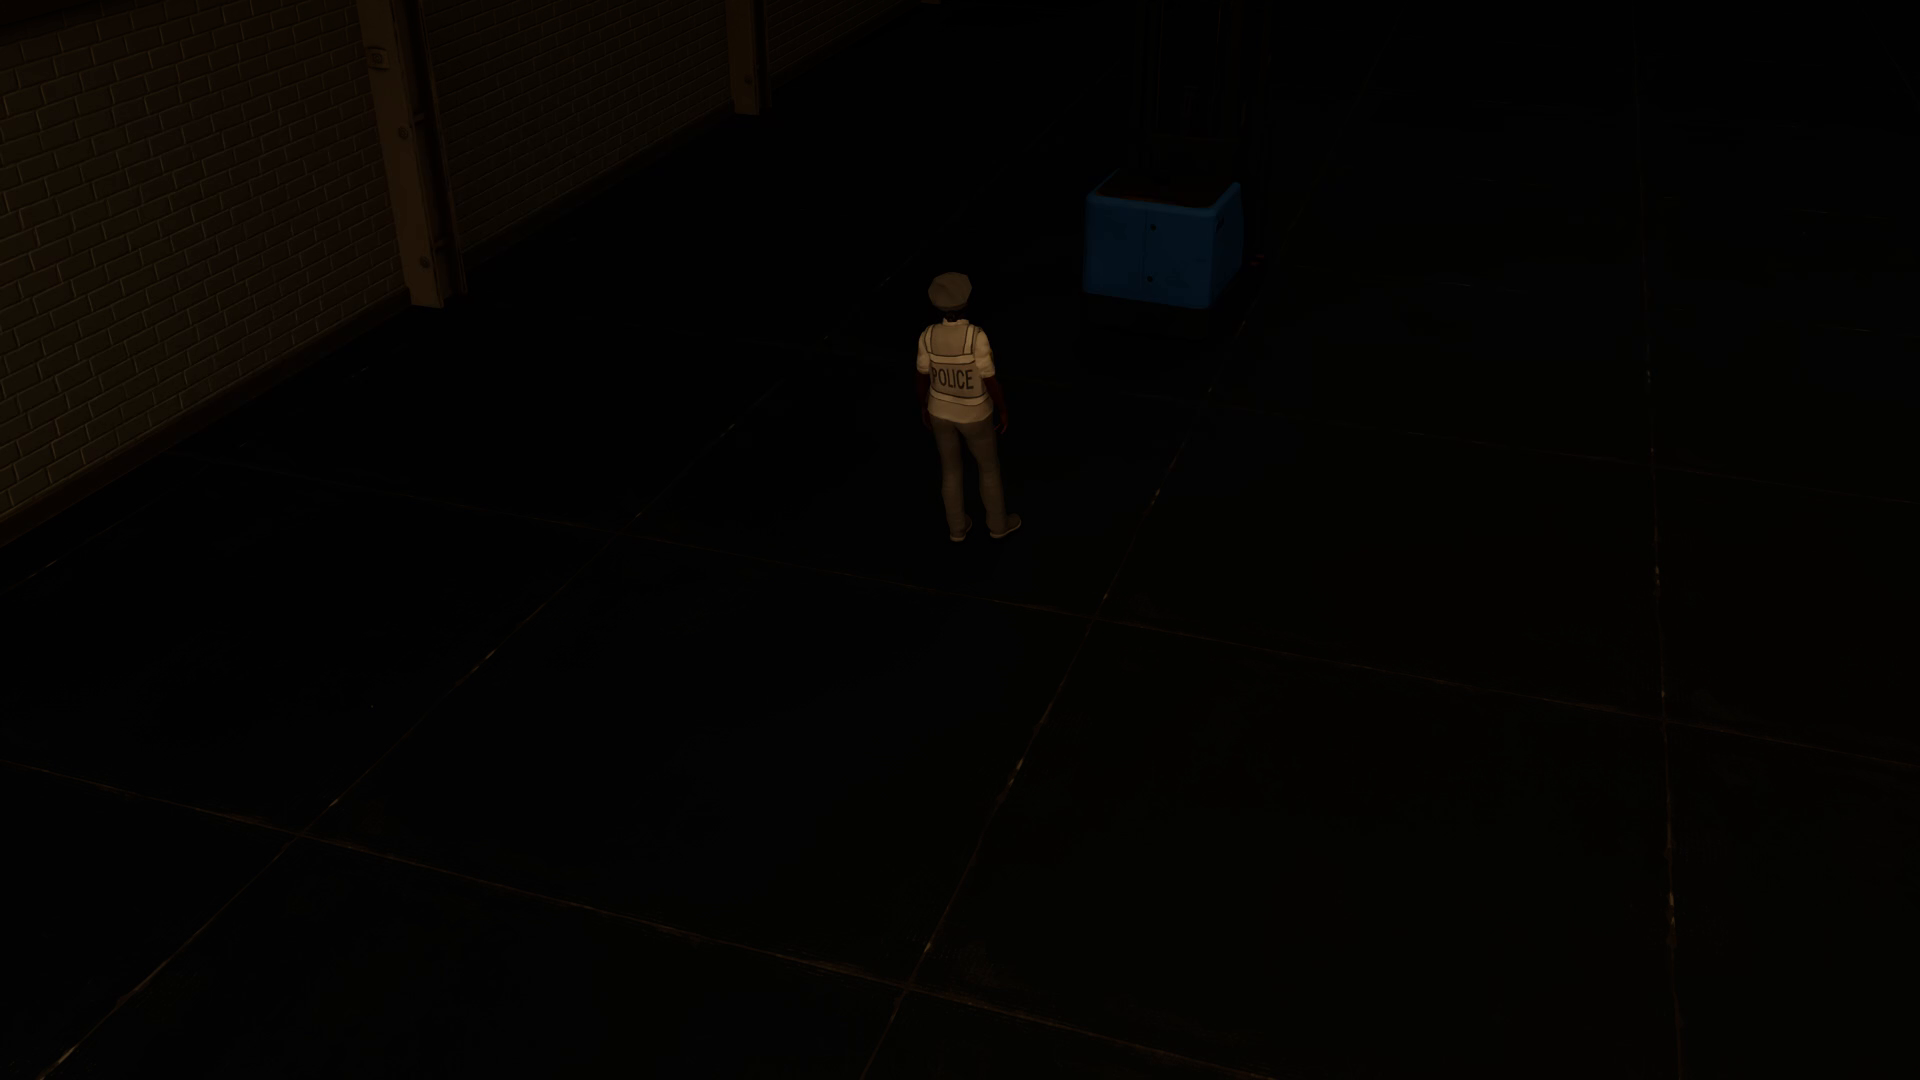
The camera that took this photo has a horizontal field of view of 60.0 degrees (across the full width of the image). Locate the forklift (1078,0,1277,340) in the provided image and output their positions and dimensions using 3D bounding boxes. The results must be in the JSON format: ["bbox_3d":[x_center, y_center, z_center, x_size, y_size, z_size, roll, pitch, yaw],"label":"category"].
[{"bbox_3d":[1.961,-3.506,13.286,1.130,2.935,3.031,12,32,20],"label":"forklift"}]

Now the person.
[{"bbox_3d":[0.043,-0.773,9.729,0.569,1.692,0.530,10,31,16],"label":"person"}]
